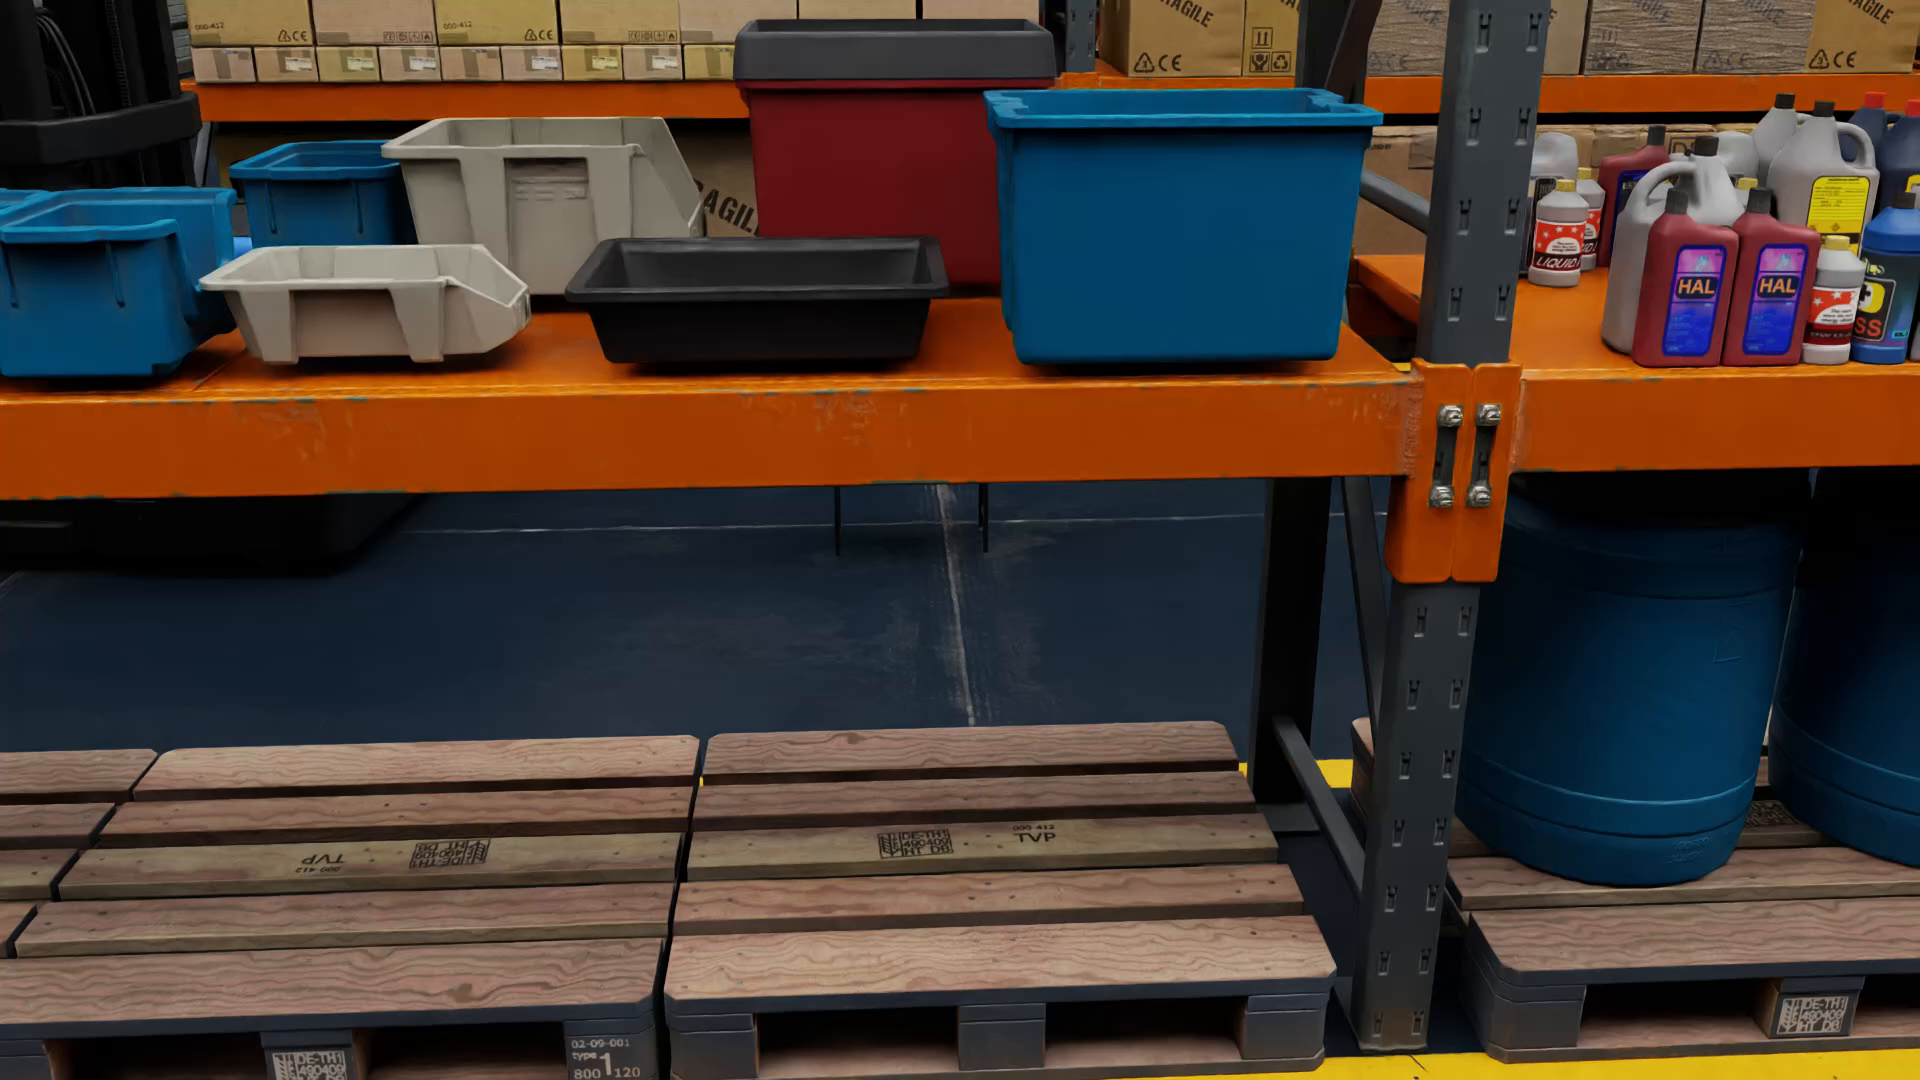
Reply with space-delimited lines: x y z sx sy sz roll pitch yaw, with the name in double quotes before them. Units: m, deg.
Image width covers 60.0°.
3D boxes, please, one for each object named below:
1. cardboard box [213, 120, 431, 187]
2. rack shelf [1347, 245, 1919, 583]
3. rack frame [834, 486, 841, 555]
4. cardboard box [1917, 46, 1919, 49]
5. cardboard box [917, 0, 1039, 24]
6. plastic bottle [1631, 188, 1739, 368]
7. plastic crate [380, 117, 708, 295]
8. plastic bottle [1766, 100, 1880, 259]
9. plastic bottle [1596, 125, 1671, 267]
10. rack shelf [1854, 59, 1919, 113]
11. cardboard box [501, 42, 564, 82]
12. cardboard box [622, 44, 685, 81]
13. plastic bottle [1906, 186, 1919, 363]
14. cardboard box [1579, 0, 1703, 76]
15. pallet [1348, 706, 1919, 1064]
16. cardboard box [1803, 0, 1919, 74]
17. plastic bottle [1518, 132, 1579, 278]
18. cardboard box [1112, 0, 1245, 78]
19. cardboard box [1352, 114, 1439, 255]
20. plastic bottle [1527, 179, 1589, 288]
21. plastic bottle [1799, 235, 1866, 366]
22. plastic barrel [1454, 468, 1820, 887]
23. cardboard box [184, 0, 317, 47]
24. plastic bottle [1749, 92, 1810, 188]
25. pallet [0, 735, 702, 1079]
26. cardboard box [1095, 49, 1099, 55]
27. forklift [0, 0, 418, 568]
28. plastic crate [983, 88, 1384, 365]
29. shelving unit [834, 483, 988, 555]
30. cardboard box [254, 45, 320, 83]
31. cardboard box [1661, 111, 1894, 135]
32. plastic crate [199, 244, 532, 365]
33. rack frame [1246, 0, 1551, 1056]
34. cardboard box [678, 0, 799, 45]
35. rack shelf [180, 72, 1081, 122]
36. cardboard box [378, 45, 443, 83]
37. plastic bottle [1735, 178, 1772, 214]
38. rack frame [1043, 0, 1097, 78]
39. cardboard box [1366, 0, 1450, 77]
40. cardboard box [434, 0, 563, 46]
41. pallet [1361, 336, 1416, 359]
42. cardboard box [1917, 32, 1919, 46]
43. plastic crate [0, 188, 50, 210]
"cardboard box" -2.861 -1.543 7.854 0.875 0.875 0.875 -1 21 -3
"rack shelf" 2.777 -0.325 3.269 4.000 0.370 1.077 -1 21 -3
"rack frame" -0.409 -0.552 5.386 0.015 1.200 0.240 -1 21 -3
"cardboard box" 7.688 -3.406 12.924 0.750 0.750 1.050 -1 21 -3
"cardboard box" 0.072 -2.346 7.361 0.500 0.250 0.500 -2 21 -4
"plastic bottle" 1.171 -0.422 2.676 0.133 0.283 0.061 -1 21 -3
"plastic crate" -0.755 -0.627 3.135 0.530 0.282 0.437 -1 21 -3
"plastic bottle" 1.688 -0.681 3.263 0.185 0.351 0.144 -1 21 -3
"plastic bottle" 1.384 -0.709 3.432 0.133 0.283 0.061 -1 21 -3
"rack shelf" 6.488 -2.165 8.103 4.000 0.370 1.077 -1 21 -3
"cardboard box" -1.839 -2.098 7.269 0.250 0.149 0.380 -1 21 -4
"cardboard box" -1.325 -2.109 7.297 0.250 0.149 0.380 -1 21 -2
"plastic bottle" 1.630 -0.444 2.745 0.135 0.276 0.152 -1 21 -3
"cardboard box" 2.996 -2.390 7.542 0.500 0.500 0.500 -2 21 -5
"pallet" 1.553 0.682 3.533 1.213 0.211 1.003 -1 21 -3
"cardboard box" 4.013 -2.410 7.593 0.500 0.500 0.500 -1 21 -1
"plastic bottle" 1.156 -0.685 3.379 0.135 0.276 0.152 -1 21 -3
"cardboard box" 0.971 -2.347 7.429 0.500 0.500 0.500 -1 21 -3
"cardboard box" 2.028 -1.621 8.060 0.875 0.875 1.225 -2 21 -5
"plastic bottle" 1.181 -0.606 3.277 0.097 0.201 0.097 0 21 0
"plastic bottle" 1.418 -0.395 2.721 0.097 0.201 0.097 0 21 0
"plastic barrel" 1.325 0.159 3.346 0.708 0.901 0.600 -1 21 -3
"cardboard box" -3.001 -2.281 7.189 0.500 0.250 0.500 -2 21 -4
"plastic bottle" 1.679 -0.732 3.397 0.185 0.351 0.144 -1 21 -3
"pallet" -1.172 0.738 3.387 1.213 0.211 1.003 -1 21 -3
"cardboard box" 1.045 -3.627 12.801 0.500 0.250 0.500 -2 21 -4
"forklift" -3.418 -1.478 5.384 3.031 2.935 1.130 2 21 5
"plastic crate" 0.334 -0.510 2.683 0.575 0.384 0.392 -1 21 -3
"shelving unit" -0.165 -0.557 5.399 0.503 1.200 0.258 -1 21 -3
"cardboard box" -2.866 -2.077 7.213 0.250 0.149 0.380 -1 21 -4
"cardboard box" 3.801 -1.657 8.155 0.875 0.875 1.225 -2 21 -6
"plastic crate" -0.941 -0.383 2.697 0.466 0.136 0.293 -1 21 -3
"rack frame" 0.780 -0.620 3.034 0.127 3.000 1.000 -1 21 -3
"cardboard box" -0.954 -2.324 7.303 0.500 0.250 0.500 -1 21 -2
"rack shelf" -1.499 -2.003 7.677 4.000 0.370 1.077 -1 21 -3
"cardboard box" -2.351 -2.088 7.242 0.250 0.149 0.380 -1 21 -4
"plastic bottle" 1.546 -0.614 3.296 0.097 0.201 0.097 0 21 0
"rack frame" 0.498 -2.380 7.655 0.127 3.000 1.000 -1 21 -3
"cardboard box" 1.973 -2.367 7.483 0.500 0.500 0.500 -2 21 -4
"cardboard box" -1.981 -2.303 7.247 0.500 0.250 0.500 -2 21 -5
"pallet" 2.485 -1.145 8.331 1.213 0.211 1.003 -1 21 -3
"cardboard box" 10.102 -5.277 17.486 0.500 0.500 0.500 -2 21 -4
"plastic crate" -1.633 -0.404 2.616 0.300 0.233 0.416 -1 21 -3
